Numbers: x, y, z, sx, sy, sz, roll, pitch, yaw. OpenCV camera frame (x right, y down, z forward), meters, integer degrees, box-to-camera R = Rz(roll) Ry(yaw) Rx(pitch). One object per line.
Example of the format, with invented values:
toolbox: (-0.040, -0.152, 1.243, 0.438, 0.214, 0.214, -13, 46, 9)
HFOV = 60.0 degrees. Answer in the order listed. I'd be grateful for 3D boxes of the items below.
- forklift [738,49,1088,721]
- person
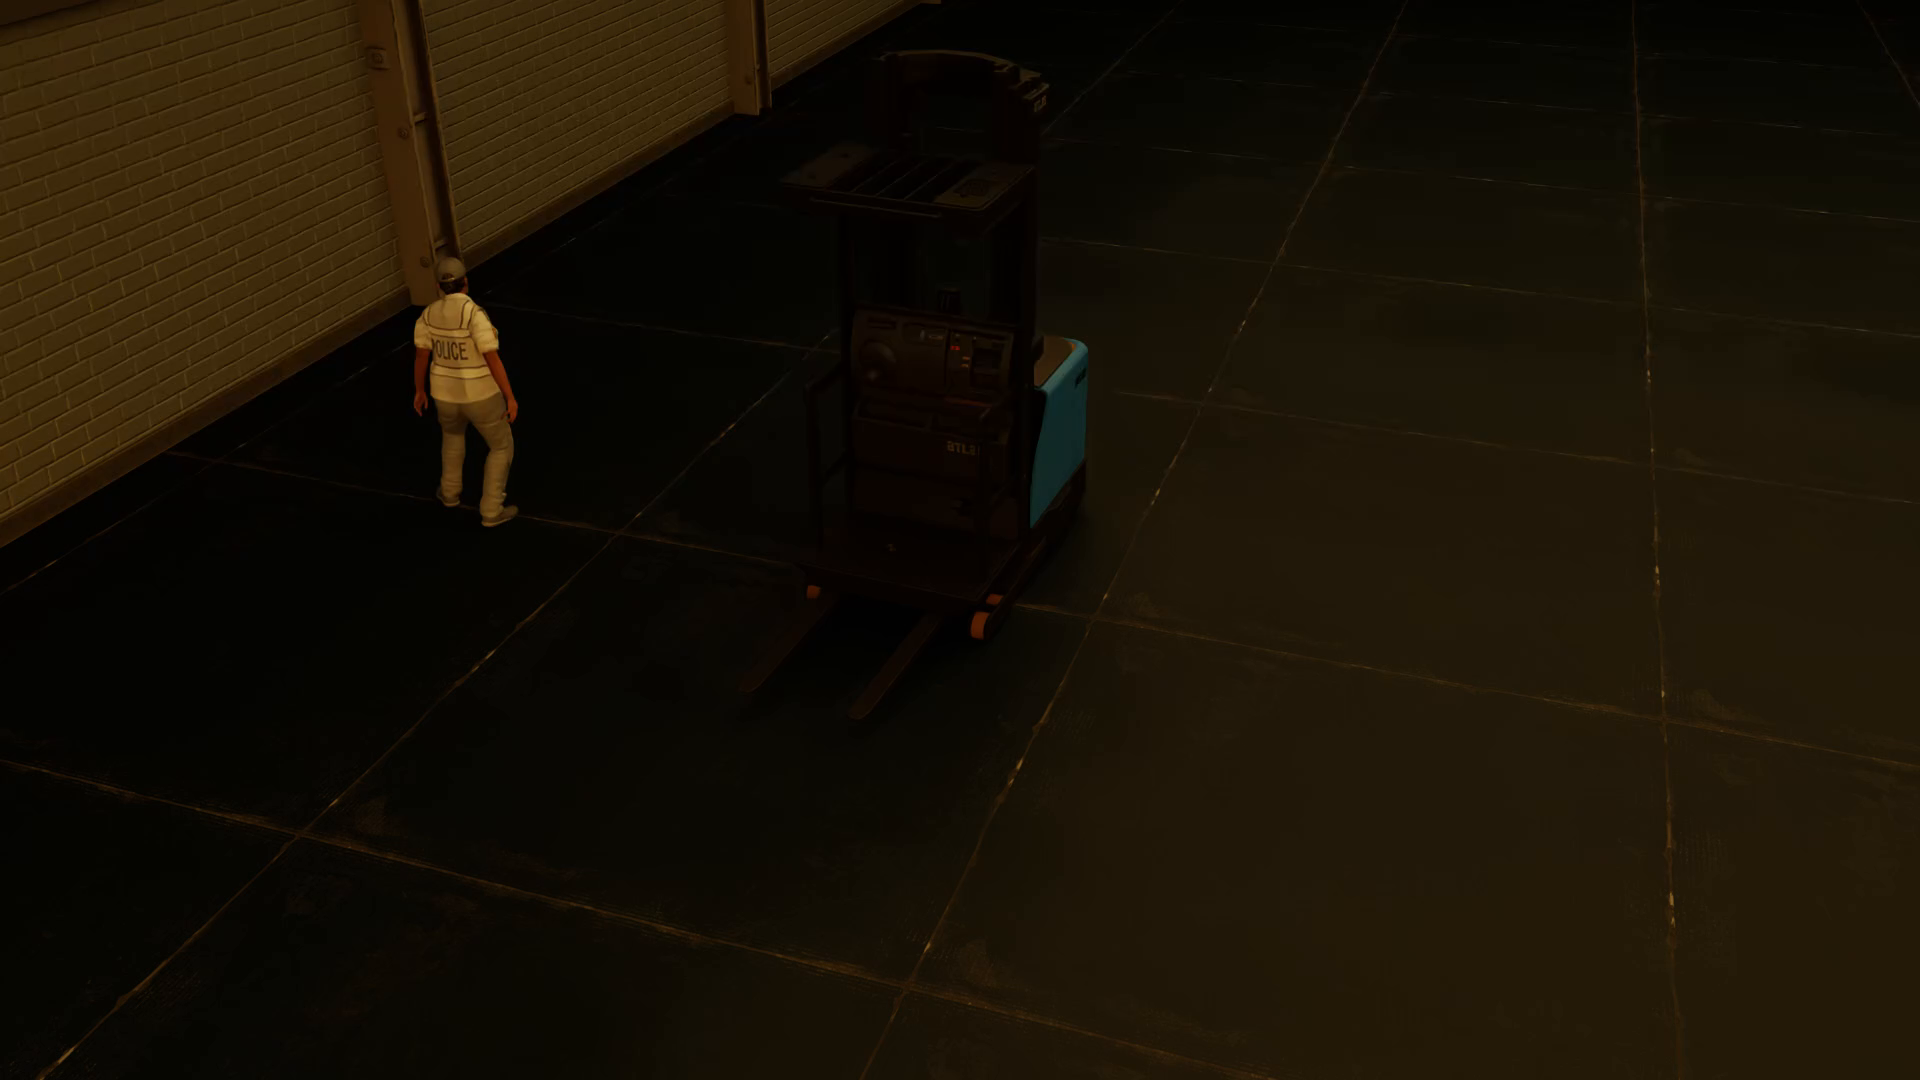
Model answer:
forklift: (-0.234, -0.958, 8.817, 1.130, 2.935, 3.031, 11, 32, 19)
person: (-2.979, -0.899, 10.056, 0.819, 1.636, 0.472, 11, 31, 18)
